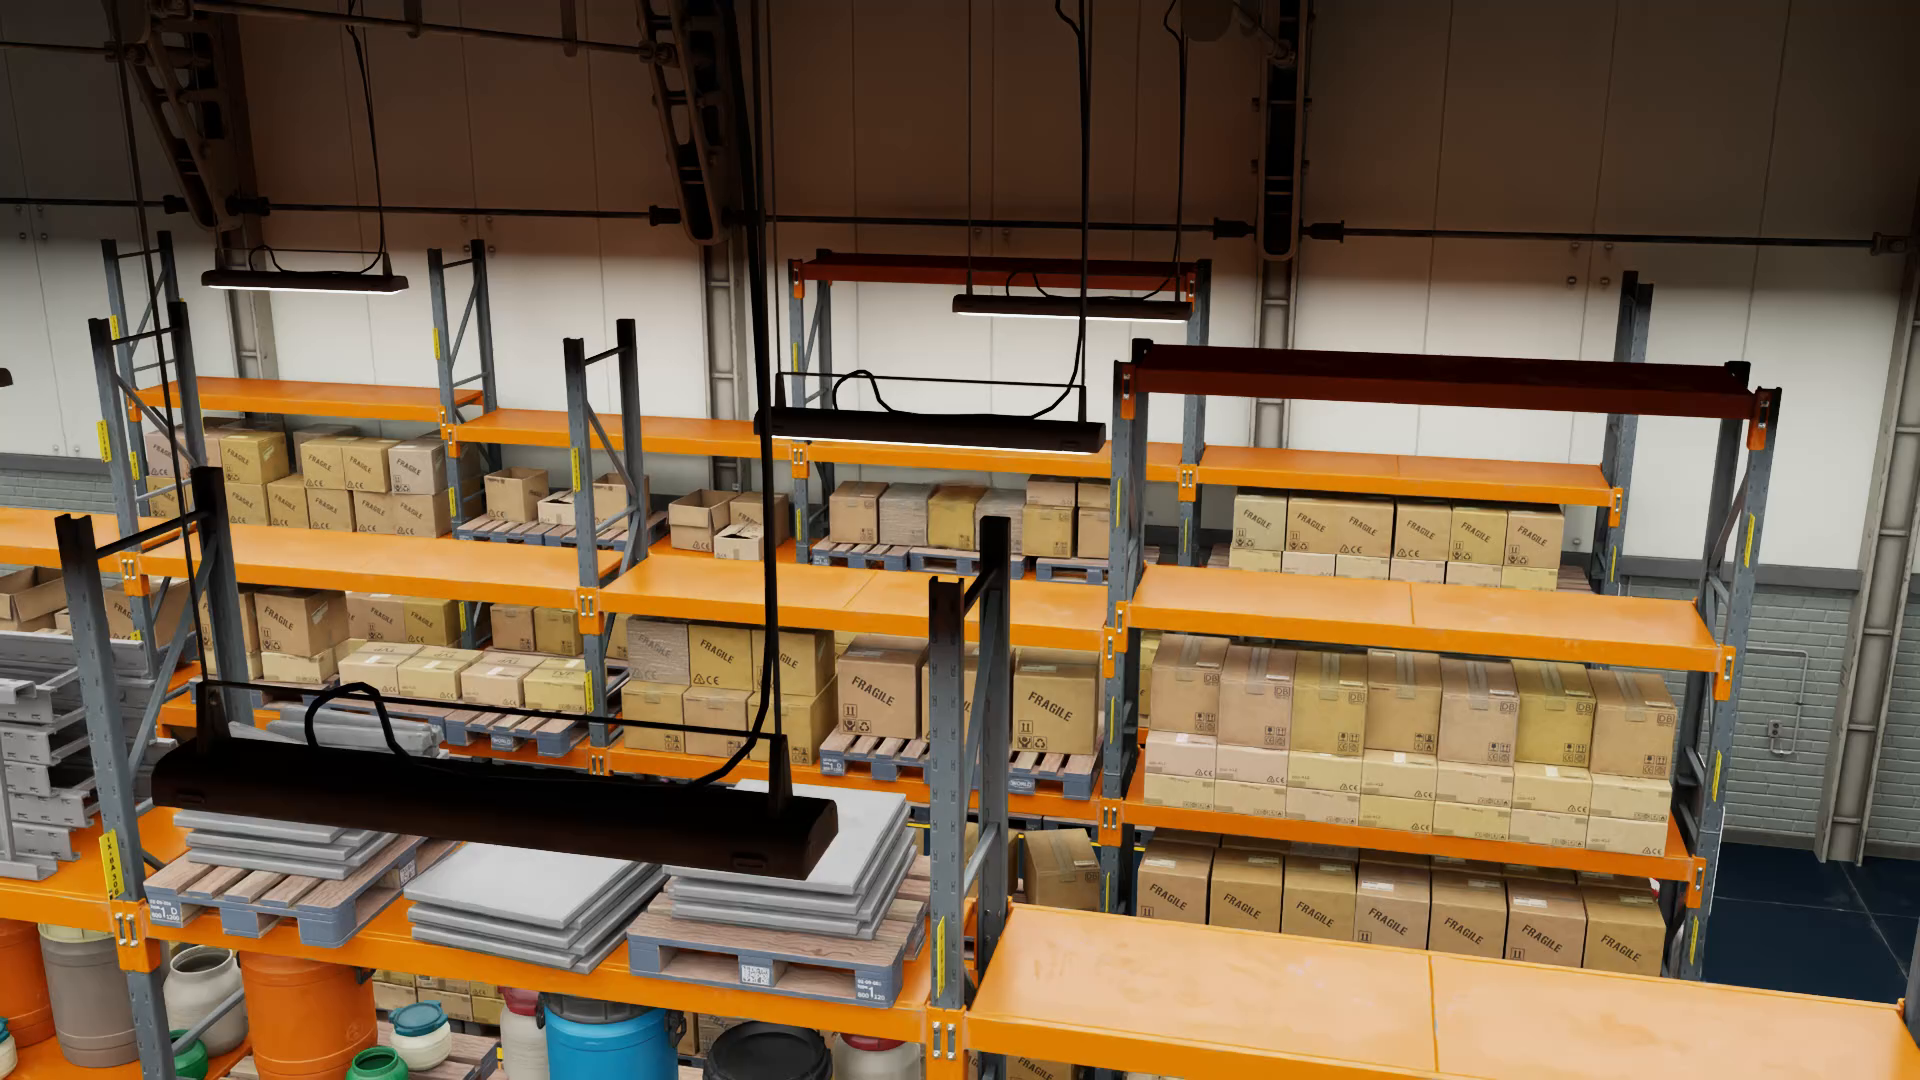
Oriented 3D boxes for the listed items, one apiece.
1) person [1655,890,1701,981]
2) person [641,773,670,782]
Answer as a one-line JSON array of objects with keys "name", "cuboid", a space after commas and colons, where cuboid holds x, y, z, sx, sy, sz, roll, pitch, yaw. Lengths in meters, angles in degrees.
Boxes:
[{"name": "person", "cuboid": [5.844, 3.550, 13.472, 0.795, 1.515, 0.570, 7, 18, 23]}, {"name": "person", "cuboid": [-2.830, 2.837, 15.865, 0.852, 1.559, 0.442, 7, 18, 22]}]
